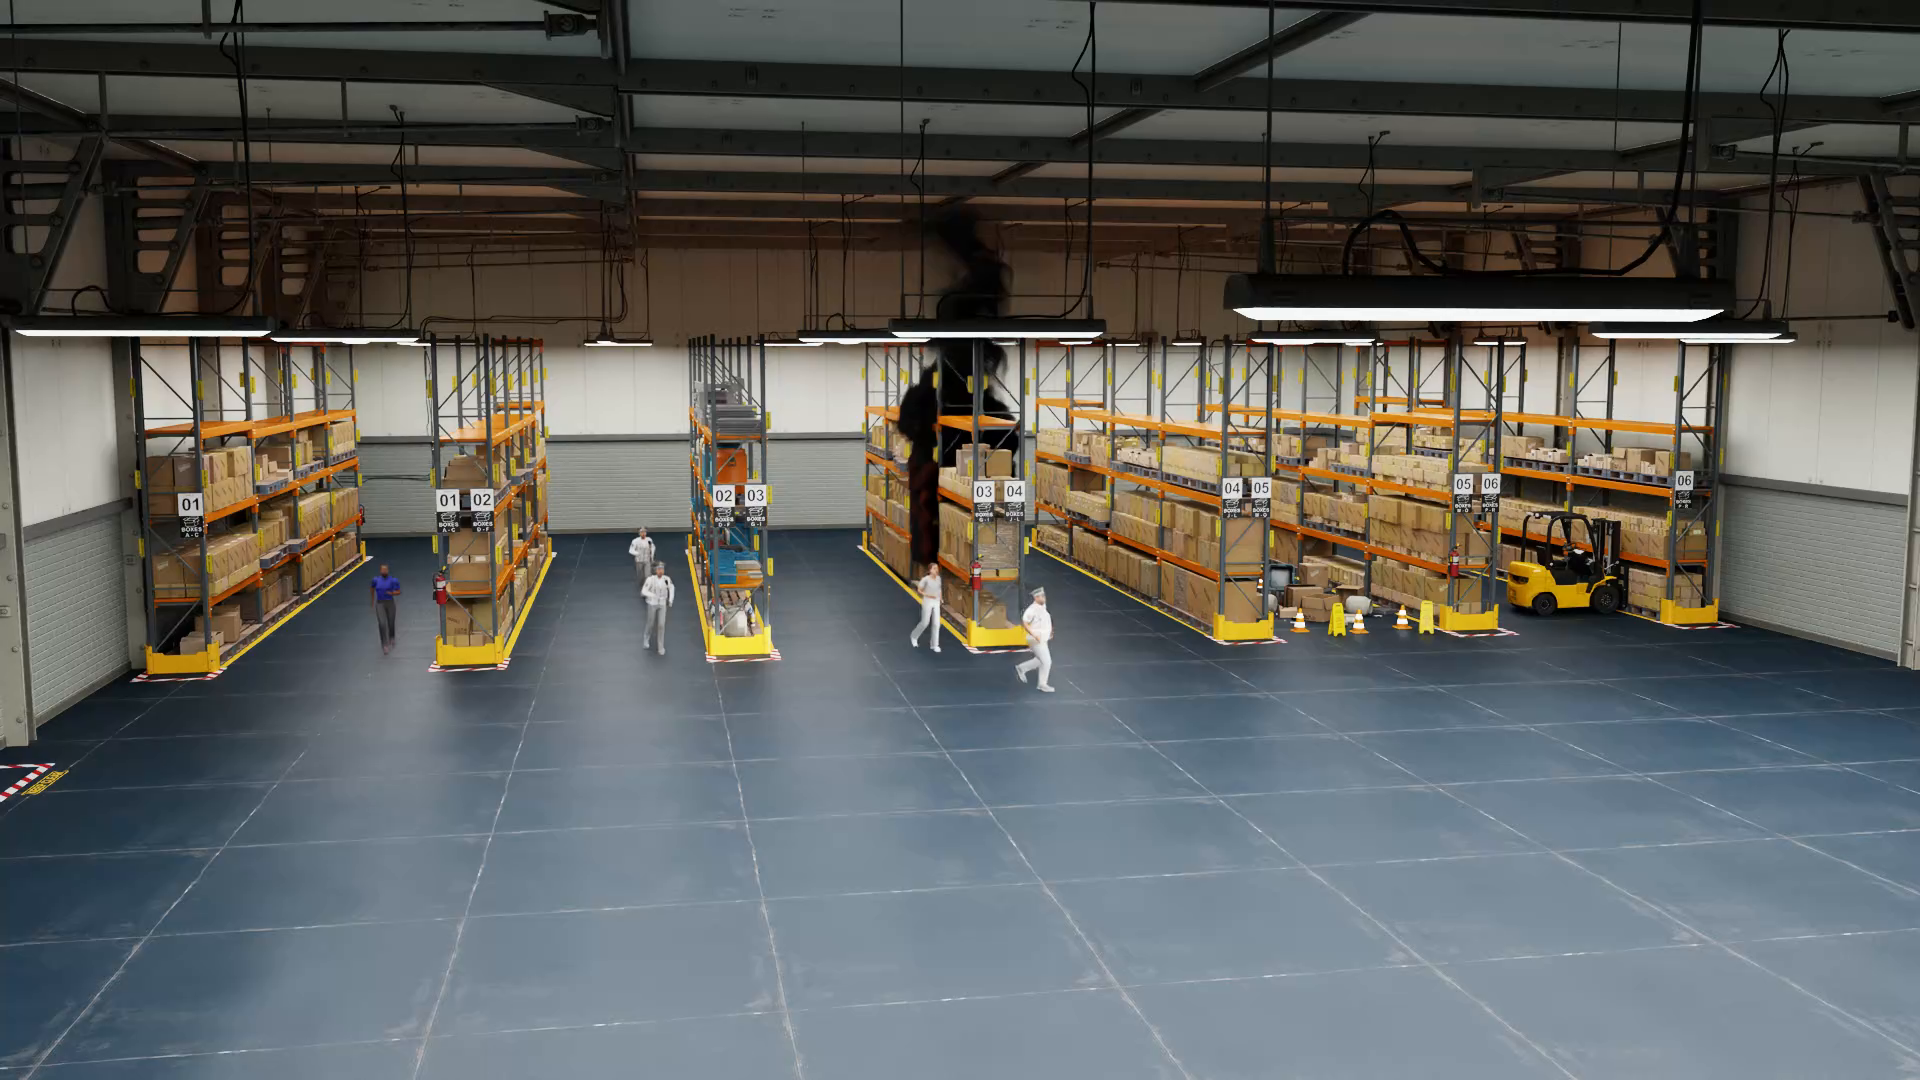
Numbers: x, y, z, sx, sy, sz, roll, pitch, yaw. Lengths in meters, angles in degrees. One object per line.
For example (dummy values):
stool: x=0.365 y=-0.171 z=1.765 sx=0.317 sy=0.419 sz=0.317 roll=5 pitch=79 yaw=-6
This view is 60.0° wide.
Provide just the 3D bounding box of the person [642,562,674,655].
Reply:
person: x=-5.709 y=1.259 z=31.536 sx=0.637 sy=1.718 sz=0.843 roll=-2 pitch=7 yaw=-19

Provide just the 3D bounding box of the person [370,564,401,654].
person: x=-10.878 y=1.268 z=31.534 sx=0.567 sy=1.661 sz=0.915 roll=-2 pitch=7 yaw=-17

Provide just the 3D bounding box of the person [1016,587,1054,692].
person: x=1.374 y=1.659 z=28.009 sx=0.504 sy=1.755 sz=0.677 roll=3 pitch=7 yaw=23

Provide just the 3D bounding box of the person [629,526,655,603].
person: x=-7.258 y=0.530 z=38.032 sx=0.601 sy=1.733 sz=0.827 roll=-2 pitch=7 yaw=-15

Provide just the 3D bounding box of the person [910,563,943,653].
person: x=-0.546 y=1.262 z=31.760 sx=0.594 sy=1.666 sz=0.850 roll=-4 pitch=8 yaw=-32
